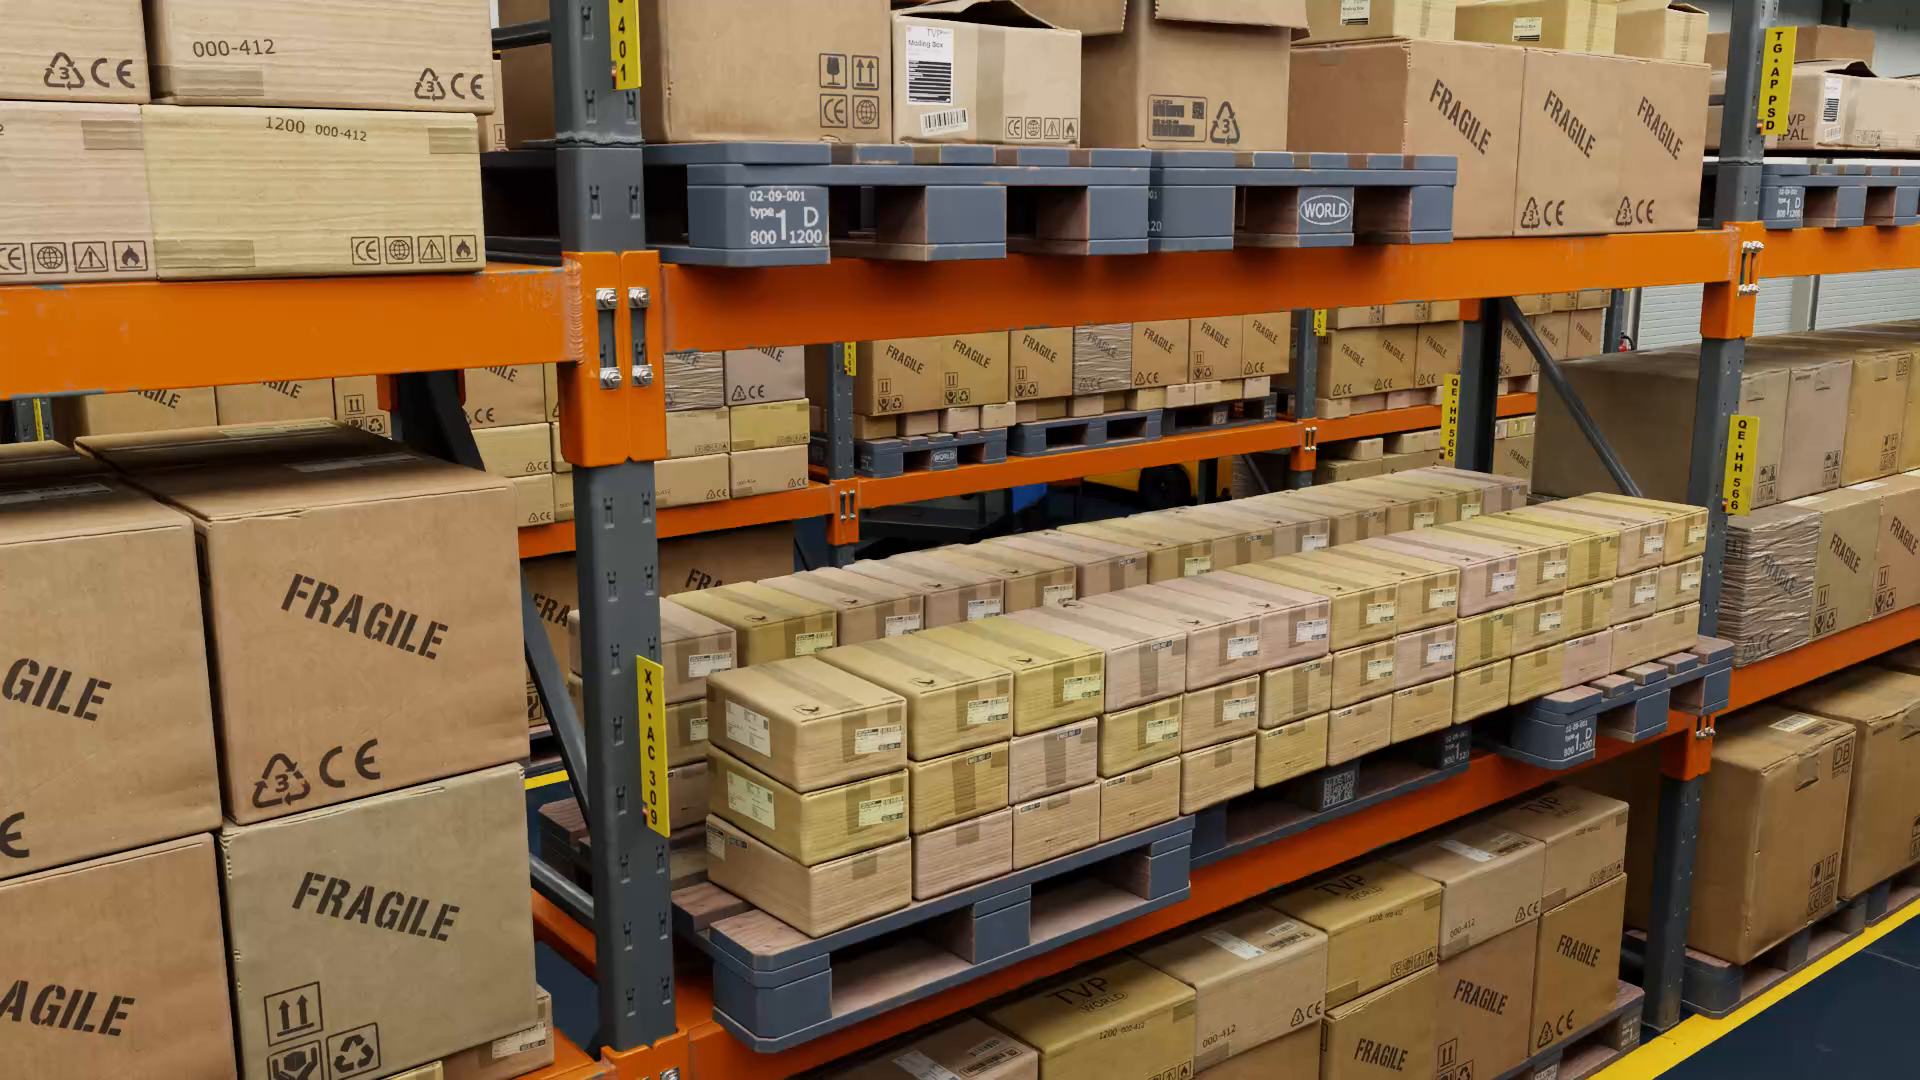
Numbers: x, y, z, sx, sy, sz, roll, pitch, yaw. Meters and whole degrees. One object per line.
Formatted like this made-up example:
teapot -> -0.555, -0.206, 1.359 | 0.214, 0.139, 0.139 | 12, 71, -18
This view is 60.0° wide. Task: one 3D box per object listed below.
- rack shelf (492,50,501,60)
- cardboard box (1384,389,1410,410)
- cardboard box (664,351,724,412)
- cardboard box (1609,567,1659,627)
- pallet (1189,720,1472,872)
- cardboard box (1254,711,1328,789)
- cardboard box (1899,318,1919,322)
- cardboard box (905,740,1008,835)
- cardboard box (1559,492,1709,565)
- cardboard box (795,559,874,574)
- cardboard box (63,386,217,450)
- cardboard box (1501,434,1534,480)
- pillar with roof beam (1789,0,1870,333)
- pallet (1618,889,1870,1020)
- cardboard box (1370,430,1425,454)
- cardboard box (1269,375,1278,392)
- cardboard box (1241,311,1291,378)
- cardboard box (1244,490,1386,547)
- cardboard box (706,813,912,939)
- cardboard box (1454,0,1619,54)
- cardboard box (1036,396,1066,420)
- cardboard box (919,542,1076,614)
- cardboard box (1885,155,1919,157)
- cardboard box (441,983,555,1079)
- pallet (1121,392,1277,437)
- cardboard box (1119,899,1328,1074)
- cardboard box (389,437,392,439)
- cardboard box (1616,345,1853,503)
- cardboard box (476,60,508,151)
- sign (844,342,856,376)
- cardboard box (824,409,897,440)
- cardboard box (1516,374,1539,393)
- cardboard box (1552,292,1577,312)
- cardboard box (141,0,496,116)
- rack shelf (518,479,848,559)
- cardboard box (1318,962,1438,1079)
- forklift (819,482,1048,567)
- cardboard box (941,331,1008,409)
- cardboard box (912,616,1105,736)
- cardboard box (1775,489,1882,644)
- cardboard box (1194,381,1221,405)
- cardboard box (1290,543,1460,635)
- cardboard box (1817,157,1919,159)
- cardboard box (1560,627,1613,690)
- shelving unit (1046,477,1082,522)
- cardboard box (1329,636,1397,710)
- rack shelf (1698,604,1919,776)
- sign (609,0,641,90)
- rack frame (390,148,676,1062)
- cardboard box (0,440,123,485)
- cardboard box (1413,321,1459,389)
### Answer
rack shelf -> -2.498, -4.046, 14.212 | 4.000, 0.370, 1.077 | -9, 15, -38
cardboard box -> 3.182, -1.087, 12.629 | 0.250, 0.149, 0.380 | -9, 15, -36
cardboard box -> -1.592, -0.955, 8.757 | 0.500, 0.500, 0.500 | -9, 15, -37
cardboard box -> 1.907, 0.140, 5.125 | 0.250, 0.149, 0.380 | -9, 15, -36
pallet -> 0.695, 0.553, 4.767 | 1.213, 0.211, 1.003 | -9, 15, -38
cardboard box -> 0.703, 0.485, 4.218 | 0.250, 0.149, 0.380 | -10, 15, -39
cardboard box -> 4.955, -0.796, 8.010 | 0.500, 0.500, 0.700 | -10, 15, -39
cardboard box -> -0.112, 0.476, 3.544 | 0.250, 0.149, 0.380 | -10, 15, -39
cardboard box -> 2.119, -0.040, 5.259 | 0.250, 0.149, 0.380 | -10, 16, -40
cardboard box -> -0.509, 0.414, 10.274 | 0.625, 0.372, 0.950 | -11, 16, -41
cardboard box -> -3.556, -0.624, 7.198 | 0.500, 0.500, 0.500 | -9, 15, -37
cardboard box -> 4.423, -0.645, 13.750 | 0.500, 0.500, 0.500 | -9, 15, -36
pillar with roof beam -> 17.825, -7.065, 25.736 | 0.548, 9.000, 9.100 | -9, 15, -38
pallet -> 2.878, 1.469, 6.702 | 1.213, 0.211, 1.003 | -9, 15, -38
cardboard box -> 3.332, -0.764, 12.748 | 0.250, 0.149, 0.380 | -9, 15, -35
cardboard box -> 2.359, -1.406, 12.572 | 0.500, 0.500, 0.500 | -10, 16, -39
cardboard box -> 1.950, -1.416, 11.609 | 0.500, 0.500, 0.500 | -10, 15, -39
cardboard box -> 1.124, -0.049, 5.300 | 0.250, 0.149, 0.380 | -10, 16, -40
cardboard box -> -0.313, 0.655, 3.415 | 0.250, 0.149, 0.380 | -10, 16, -40
cardboard box -> 1.671, -1.532, 4.816 | 0.258, 0.266, 0.396 | -9, 15, -38
cardboard box -> 0.461, -0.868, 10.587 | 0.250, 0.149, 0.380 | -9, 15, -35
cardboard box -> 0.095, 0.123, 4.488 | 0.250, 0.149, 0.380 | -10, 16, -39
cardboard box -> 4.107, -1.739, 6.837 | 0.500, 0.311, 0.500 | -10, 16, -40
cardboard box -> -0.985, 0.912, 3.216 | 0.250, 0.149, 0.380 | -10, 15, -38
pallet -> 1.480, -0.944, 11.815 | 1.213, 0.211, 1.003 | -9, 15, -38
cardboard box -> 0.649, 1.177, 4.567 | 0.500, 0.250, 0.500 | -9, 15, -36
cardboard box -> -2.759, -0.391, 7.908 | 0.500, 0.250, 0.500 | -9, 15, -37
cardboard box -> 2.966, -0.465, 6.451 | 0.500, 0.500, 0.700 | -10, 15, -38
cardboard box -> -2.151, -2.040, 8.043 | 0.500, 0.500, 0.500 | -9, 15, -37
sign -> -0.607, -1.071, 9.165 | 0.005, 0.325, 0.100 | -9, 15, -38
cardboard box -> -0.586, -0.689, 9.746 | 0.250, 0.149, 0.380 | -11, 16, -41
cardboard box -> 4.608, -1.308, 13.670 | 0.250, 0.149, 0.380 | -9, 15, -37
cardboard box -> 4.628, -2.150, 13.668 | 0.500, 0.500, 0.700 | -9, 15, -37
cardboard box -> -1.110, -0.823, 2.719 | 0.500, 0.250, 0.500 | -10, 16, -40
rack shelf -> -2.518, 0.017, 8.560 | 4.000, 0.370, 1.077 | -9, 15, -38
cardboard box -> 1.054, 1.478, 4.952 | 0.500, 0.500, 0.500 | -10, 16, -40
forklift -> -0.203, -1.298, 13.187 | 1.130, 2.935, 3.031 | 4, 13, 19
cardboard box -> -0.058, -1.084, 10.044 | 0.500, 0.500, 0.500 | -8, 15, -35
cardboard box -> 0.102, 0.294, 3.683 | 0.250, 0.149, 0.380 | -9, 15, -37
cardboard box -> 3.130, 0.065, 6.359 | 0.500, 0.500, 0.500 | -10, 15, -38
cardboard box -> 1.542, -1.014, 11.276 | 0.250, 0.149, 0.380 | -10, 15, -39
cardboard box -> 1.108, 0.127, 4.470 | 0.250, 0.149, 0.380 | -9, 15, -35
cardboard box -> 4.082, -1.783, 7.435 | 0.250, 0.149, 0.380 | -9, 15, -38
cardboard box -> 1.722, 0.317, 5.010 | 0.250, 0.149, 0.380 | -9, 15, -37
shelving unit -> 0.818, -0.765, 14.842 | 0.503, 1.200, 0.258 | -2, 12, -9
cardboard box -> 0.907, 0.306, 4.342 | 0.250, 0.149, 0.380 | -10, 15, -39
rack shelf -> 3.777, 0.288, 7.285 | 4.000, 0.370, 1.077 | -9, 15, -38
sign -> -0.563, -0.919, 2.769 | 0.005, 0.325, 0.100 | -9, 15, -38
rack frame -> -0.908, 0.714, 3.544 | 0.127, 3.000, 1.000 | -9, 15, -38
cardboard box -> -1.808, 0.119, 2.980 | 0.500, 0.500, 0.500 | -10, 16, -39
cardboard box -> 3.463, -1.452, 12.788 | 0.500, 0.500, 0.500 | -10, 15, -38
